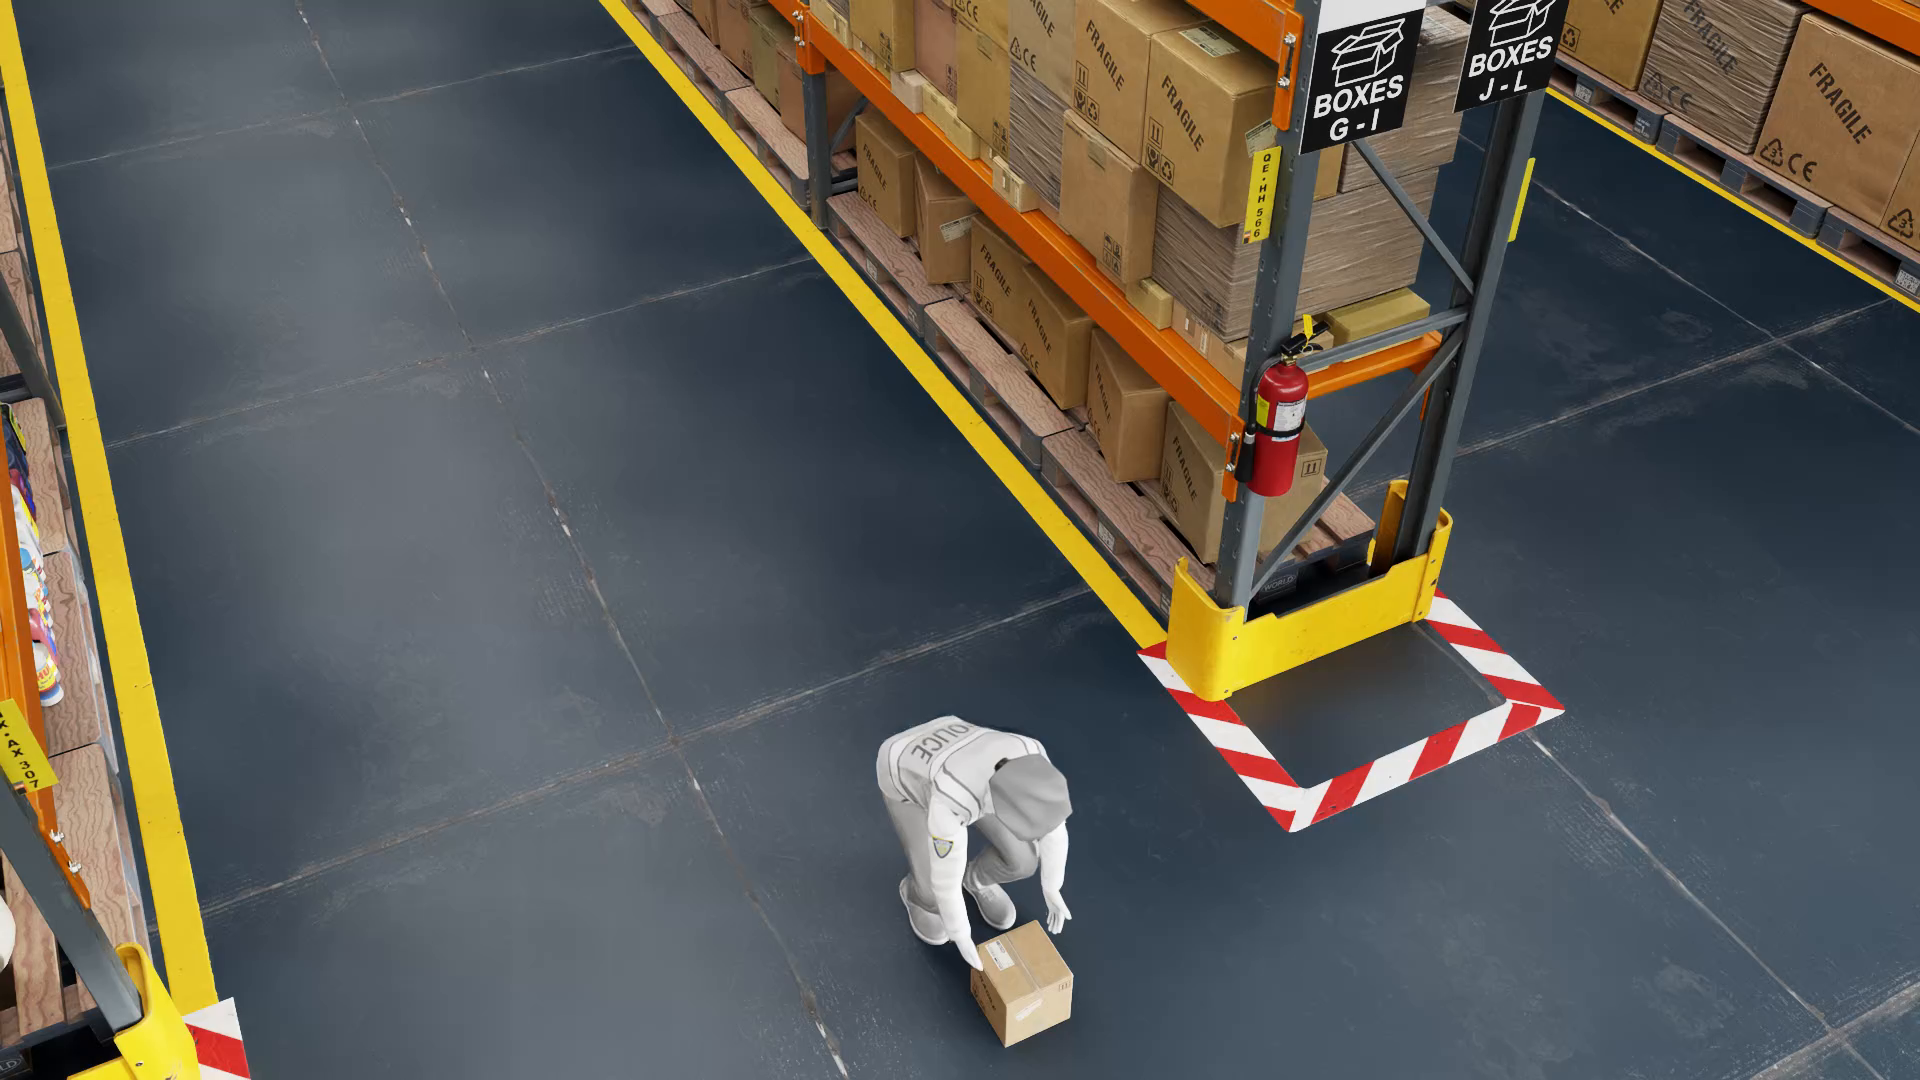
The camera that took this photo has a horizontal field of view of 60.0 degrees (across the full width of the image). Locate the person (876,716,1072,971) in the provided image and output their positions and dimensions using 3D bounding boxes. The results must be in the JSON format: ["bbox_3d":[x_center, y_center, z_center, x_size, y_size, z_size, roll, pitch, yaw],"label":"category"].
[{"bbox_3d":[0.061,0.951,5.532,0.505,1.075,0.826,-19,45,-20],"label":"person"}]
